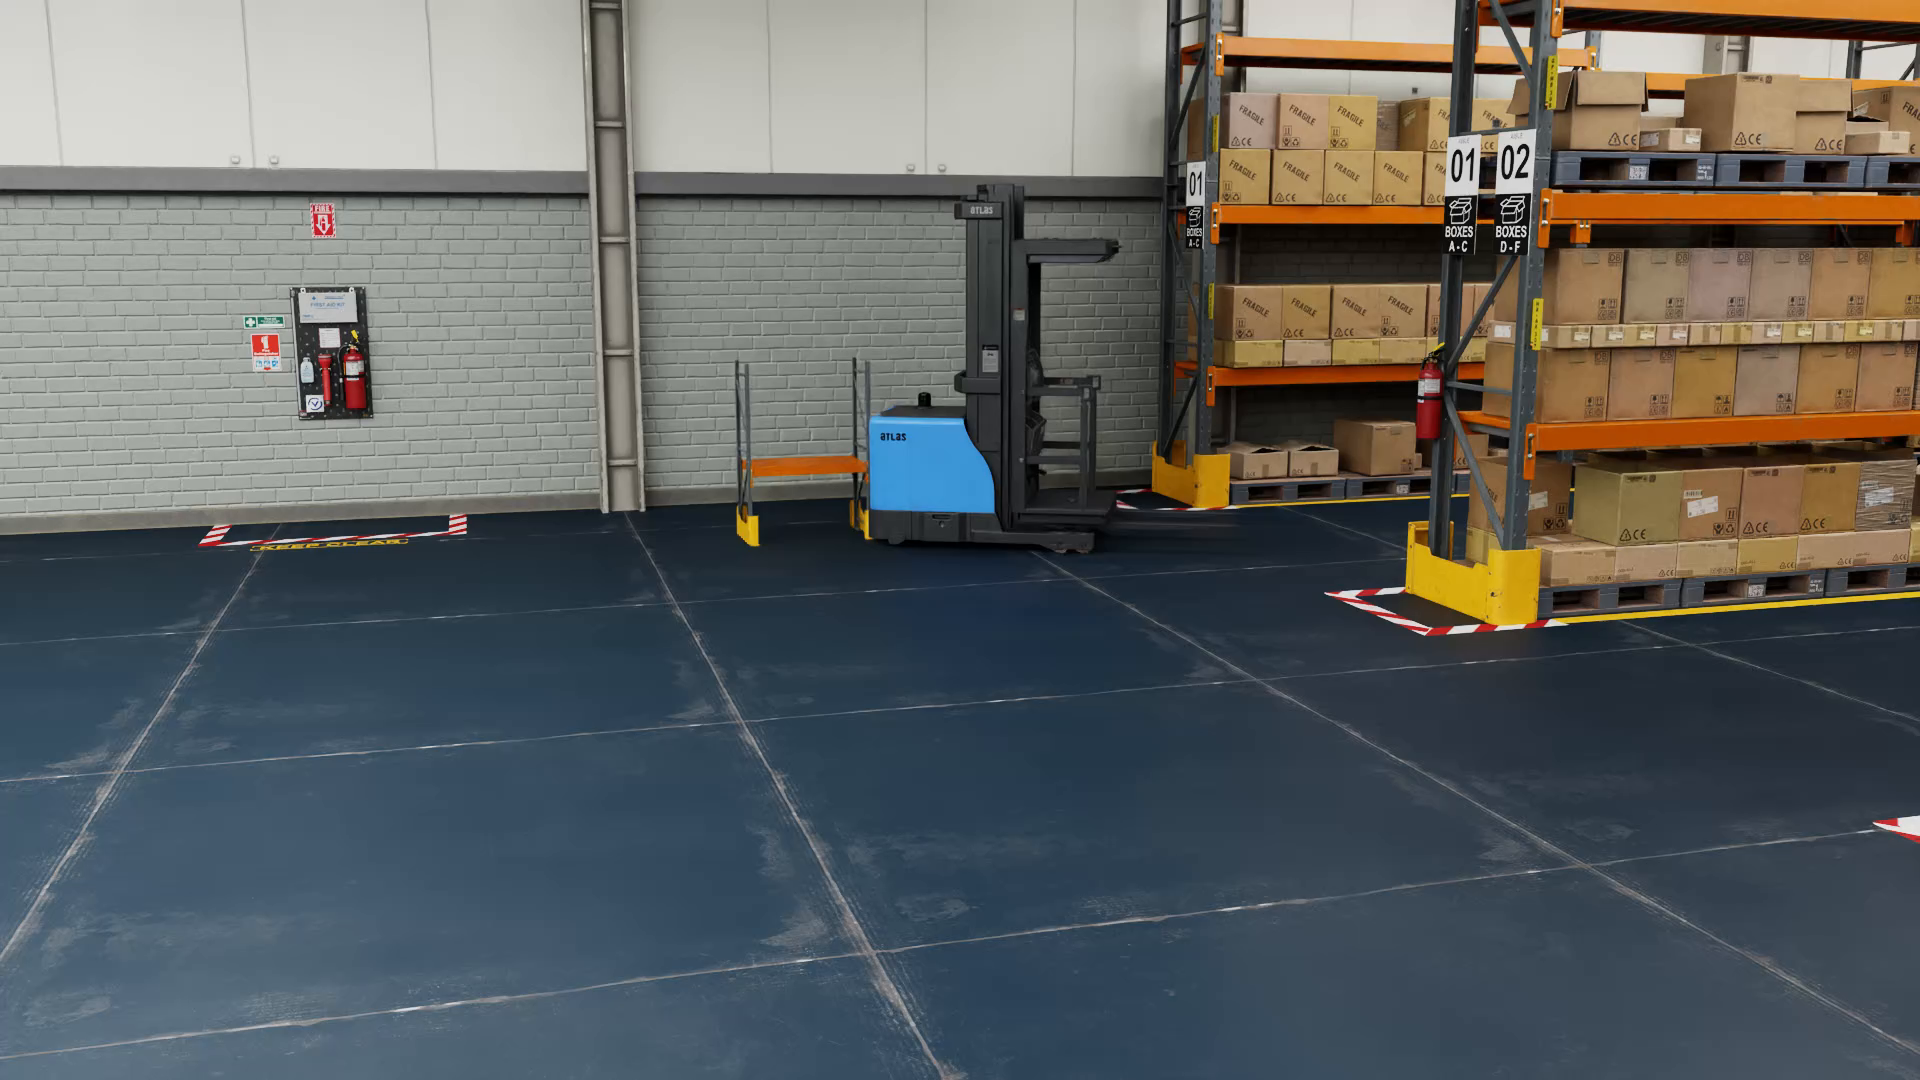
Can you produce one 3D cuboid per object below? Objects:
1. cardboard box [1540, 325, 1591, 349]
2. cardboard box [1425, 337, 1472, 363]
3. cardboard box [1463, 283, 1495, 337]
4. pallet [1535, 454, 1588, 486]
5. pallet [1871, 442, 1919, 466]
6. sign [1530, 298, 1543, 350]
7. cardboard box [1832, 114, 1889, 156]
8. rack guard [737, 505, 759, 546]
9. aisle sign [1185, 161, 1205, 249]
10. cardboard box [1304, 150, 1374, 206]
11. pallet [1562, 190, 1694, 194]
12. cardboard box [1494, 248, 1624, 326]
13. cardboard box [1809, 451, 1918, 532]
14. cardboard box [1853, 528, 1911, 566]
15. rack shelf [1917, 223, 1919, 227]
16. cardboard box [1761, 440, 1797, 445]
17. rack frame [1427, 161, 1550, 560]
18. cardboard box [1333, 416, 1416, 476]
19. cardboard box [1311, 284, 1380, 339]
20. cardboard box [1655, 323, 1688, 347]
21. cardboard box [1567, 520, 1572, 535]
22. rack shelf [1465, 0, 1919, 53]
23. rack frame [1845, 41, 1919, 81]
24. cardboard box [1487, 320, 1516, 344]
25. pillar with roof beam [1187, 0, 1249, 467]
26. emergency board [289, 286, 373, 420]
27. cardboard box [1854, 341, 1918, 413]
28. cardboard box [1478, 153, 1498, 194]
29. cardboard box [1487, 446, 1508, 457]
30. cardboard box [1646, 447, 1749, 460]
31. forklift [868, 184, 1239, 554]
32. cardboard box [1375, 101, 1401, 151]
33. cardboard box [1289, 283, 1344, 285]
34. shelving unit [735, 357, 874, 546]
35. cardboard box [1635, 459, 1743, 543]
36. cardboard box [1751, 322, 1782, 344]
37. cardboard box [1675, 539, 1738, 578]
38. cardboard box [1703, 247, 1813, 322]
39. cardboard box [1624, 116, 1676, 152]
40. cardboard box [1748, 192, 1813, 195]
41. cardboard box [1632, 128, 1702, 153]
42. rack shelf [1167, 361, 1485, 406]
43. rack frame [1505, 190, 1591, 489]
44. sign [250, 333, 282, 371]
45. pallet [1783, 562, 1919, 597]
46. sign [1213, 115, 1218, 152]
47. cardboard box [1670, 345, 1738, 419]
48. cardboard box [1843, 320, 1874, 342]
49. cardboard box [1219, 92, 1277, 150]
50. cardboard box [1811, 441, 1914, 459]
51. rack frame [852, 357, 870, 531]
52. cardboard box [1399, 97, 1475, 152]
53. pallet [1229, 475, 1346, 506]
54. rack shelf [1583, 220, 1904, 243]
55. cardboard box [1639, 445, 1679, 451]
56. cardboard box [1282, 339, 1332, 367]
[{"bbox_3d":[3.993,-1.369,11.131,0.250,0.149,0.380,-3,11,-16],"label":"cardboard box"},{"bbox_3d":[4.679,-1.889,16.383,0.500,0.250,0.500,-3,11,-16],"label":"cardboard box"},{"bbox_3d":[5.164,-2.283,16.449,0.500,0.500,0.500,-3,11,-16],"label":"cardboard box"},{"bbox_3d":[6.756,-0.750,17.538,1.213,0.211,1.003,-3,11,-16],"label":"pallet"},{"bbox_3d":[10.627,-0.940,18.568,1.213,0.211,1.003,-3,11,-16],"label":"pallet"},{"bbox_3d":[3.706,-1.386,10.683,0.005,0.325,0.100,-3,11,-16],"label":"sign"},{"bbox_3d":[6.321,-2.921,12.041,0.500,0.311,0.500,-4,11,-19],"label":"cardboard box"},{"bbox_3d":[-1.790,-0.124,14.029,0.087,0.250,0.587,-3,11,-17],"label":"rack guard"},{"bbox_3d":[2.183,-3.102,15.432,0.004,0.787,0.394,-3,11,-16],"label":"aisle sign"},{"bbox_3d":[3.582,-3.435,15.804,0.500,0.500,0.500,-2,11,-13],"label":"cardboard box"},{"bbox_3d":[6.631,-3.477,16.885,1.003,0.211,1.213,-3,11,-16],"label":"pallet"},{"bbox_3d":[4.059,-1.730,11.298,0.500,0.500,0.700,-3,11,-16],"label":"cardboard box"},{"bbox_3d":[6.529,-0.359,12.076,0.500,0.500,0.500,-3,11,-16],"label":"cardboard box"},{"bbox_3d":[6.530,0.010,12.142,0.500,0.250,0.500,-3,11,-16],"label":"cardboard box"},{"bbox_3d":[9.317,-2.444,12.737,4.000,0.370,1.077,-3,11,-16],"label":"rack shelf"},{"bbox_3d":[8.646,-1.220,18.077,0.500,0.500,0.700,-3,11,-16],"label":"cardboard box"},{"bbox_3d":[3.556,-1.018,11.294,0.127,3.000,1.000,-3,11,-16],"label":"rack frame"},{"bbox_3d":[4.123,-0.943,16.573,0.500,0.500,0.700,-4,11,-20],"label":"cardboard box"},{"bbox_3d":[3.686,-2.205,16.024,0.500,0.500,0.500,-3,11,-18],"label":"cardboard box"},{"bbox_3d":[4.729,-1.408,11.340,0.250,0.149,0.380,-3,11,-17],"label":"cardboard box"},{"bbox_3d":[4.465,0.021,12.080,0.500,0.250,0.500,-3,11,-16],"label":"cardboard box"},{"bbox_3d":[5.477,-3.520,11.402,4.000,0.370,1.077,-3,11,-16],"label":"rack shelf"},{"bbox_3d":[9.849,-5.235,17.626,0.127,3.000,1.000,-3,11,-16],"label":"rack frame"},{"bbox_3d":[3.870,-1.439,11.511,0.250,0.149,0.380,-3,11,-17],"label":"cardboard box"},{"bbox_3d":[3.802,-4.267,12.371,0.400,9.000,9.100,-3,11,-16],"label":"pillar with roof beam"},{"bbox_3d":[-5.546,-1.643,14.687,0.643,1.169,0.194,-3,11,-16],"label":"emergency board"},{"bbox_3d":[6.468,-1.219,12.105,0.500,0.500,0.700,-3,11,-17],"label":"cardboard box"},{"bbox_3d":[5.104,-3.524,16.288,0.500,0.500,0.500,-4,11,-21],"label":"cardboard box"},{"bbox_3d":[5.504,-0.872,17.111,0.250,0.166,0.380,-5,11,-23],"label":"cardboard box"},{"bbox_3d":[5.425,-0.399,12.290,0.500,0.500,0.500,-3,11,-16],"label":"cardboard box"},{"bbox_3d":[0.806,-1.434,13.738,3.031,2.935,1.130,2,11,9],"label":"forklift"},{"bbox_3d":[3.994,-4.047,16.369,0.500,0.500,0.500,-3,11,-16],"label":"cardboard box"},{"bbox_3d":[3.543,-2.296,16.520,0.500,0.500,0.500,-3,11,-18],"label":"cardboard box"},{"bbox_3d":[-1.316,-0.766,14.065,1.083,1.500,0.587,-3,11,-17],"label":"shelving unit"},{"bbox_3d":[5.089,-0.283,11.663,0.500,0.500,0.500,-3,11,-16],"label":"cardboard box"},{"bbox_3d":[5.469,-1.447,11.552,0.250,0.149,0.380,-3,11,-15],"label":"cardboard box"},{"bbox_3d":[5.093,0.088,11.720,0.500,0.250,0.500,-3,11,-16],"label":"cardboard box"},{"bbox_3d":[5.527,-1.808,11.725,0.500,0.500,0.700,-3,11,-16],"label":"cardboard box"},{"bbox_3d":[4.588,-2.799,11.551,0.500,0.250,0.500,-3,11,-16],"label":"cardboard box"},{"bbox_3d":[8.579,-3.771,17.618,0.637,0.503,0.797,-1,11,-8],"label":"cardboard box"},{"bbox_3d":[4.735,-2.674,11.151,0.250,0.149,0.380,-3,11,-16],"label":"cardboard box"},{"bbox_3d":[4.089,-1.627,16.585,4.000,0.370,1.077,-3,11,-16],"label":"rack shelf"},{"bbox_3d":[6.009,-2.082,17.070,0.127,3.000,1.000,-3,11,-16],"label":"rack frame"},{"bbox_3d":[-6.105,-1.651,14.629,0.234,0.329,0.001,-3,11,-16],"label":"sign"},{"bbox_3d":[6.622,0.183,12.467,1.213,0.211,1.003,-3,11,-16],"label":"pallet"},{"bbox_3d":[2.320,-3.690,15.108,0.005,0.325,0.100,-3,11,-16],"label":"sign"},{"bbox_3d":[4.989,-1.141,11.681,0.500,0.500,0.700,-3,11,-16],"label":"cardboard box"},{"bbox_3d":[6.218,-1.487,11.771,0.250,0.149,0.380,-3,11,-16],"label":"cardboard box"},{"bbox_3d":[2.606,-3.883,15.474,0.500,0.500,0.500,-4,11,-20],"label":"cardboard box"},{"bbox_3d":[6.864,-0.475,12.705,0.500,0.500,0.500,-3,11,-16],"label":"cardboard box"},{"bbox_3d":[-0.840,-0.793,14.214,0.032,1.500,0.500,-3,11,-17],"label":"rack frame"},{"bbox_3d":[4.582,-3.977,15.989,0.500,0.500,0.500,-3,11,-18],"label":"cardboard box"},{"bbox_3d":[3.031,-0.547,16.434,1.213,0.211,1.003,-3,11,-16],"label":"pallet"},{"bbox_3d":[7.929,-3.304,17.413,4.000,0.370,1.077,-3,11,-16],"label":"rack shelf"},{"bbox_3d":[7.193,-1.144,17.664,0.500,0.500,0.700,-3,11,-17],"label":"cardboard box"},{"bbox_3d":[3.220,-1.814,15.973,0.500,0.250,0.500,-3,11,-18],"label":"cardboard box"}]
